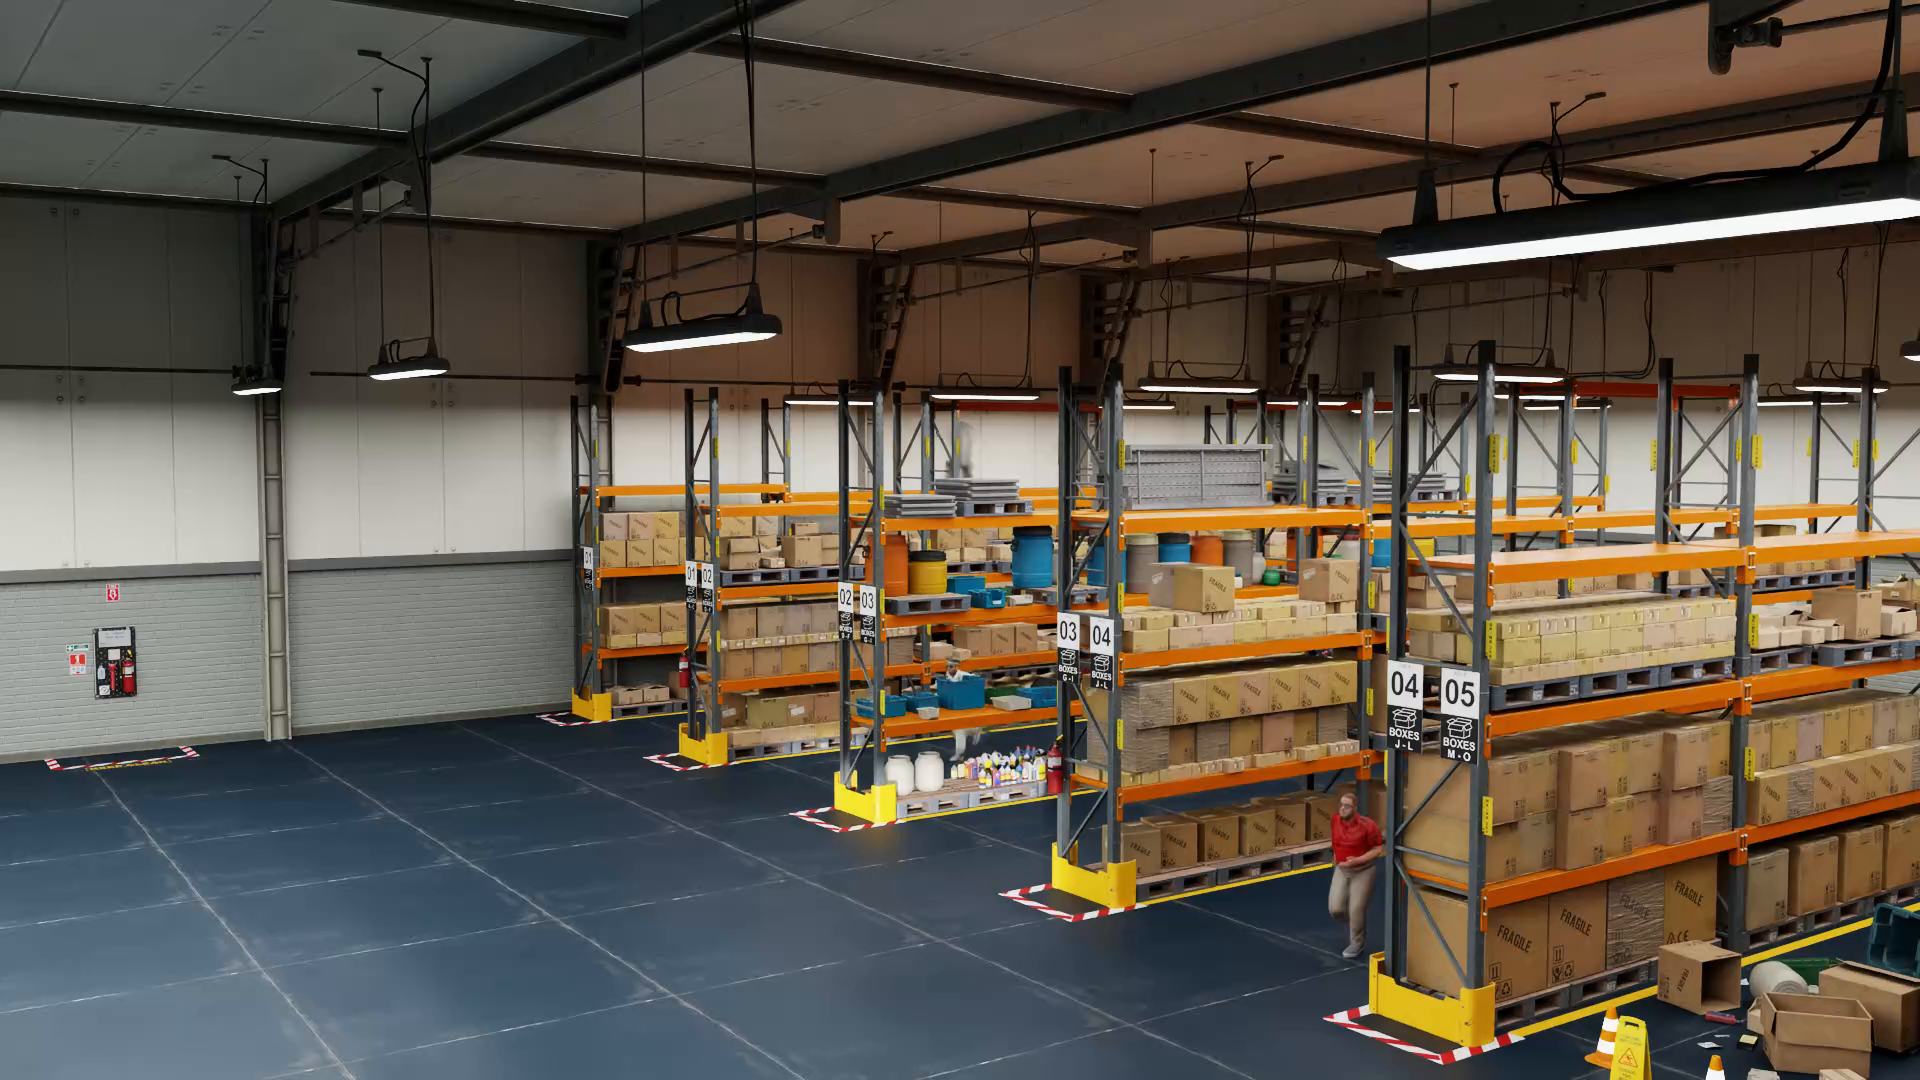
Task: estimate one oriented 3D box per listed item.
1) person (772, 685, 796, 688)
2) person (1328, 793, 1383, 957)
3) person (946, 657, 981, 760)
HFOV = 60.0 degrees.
[{"bbox_3d":[-3.126,2.508,29.882,0.938,1.747,0.686,-3,4,-40],"label":"person"},{"bbox_3d":[3.905,3.334,16.553,0.637,1.666,0.659,3,4,39],"label":"person"},{"bbox_3d":[0.087,2.723,26.988,0.661,1.714,0.834,3,4,40],"label":"person"}]
